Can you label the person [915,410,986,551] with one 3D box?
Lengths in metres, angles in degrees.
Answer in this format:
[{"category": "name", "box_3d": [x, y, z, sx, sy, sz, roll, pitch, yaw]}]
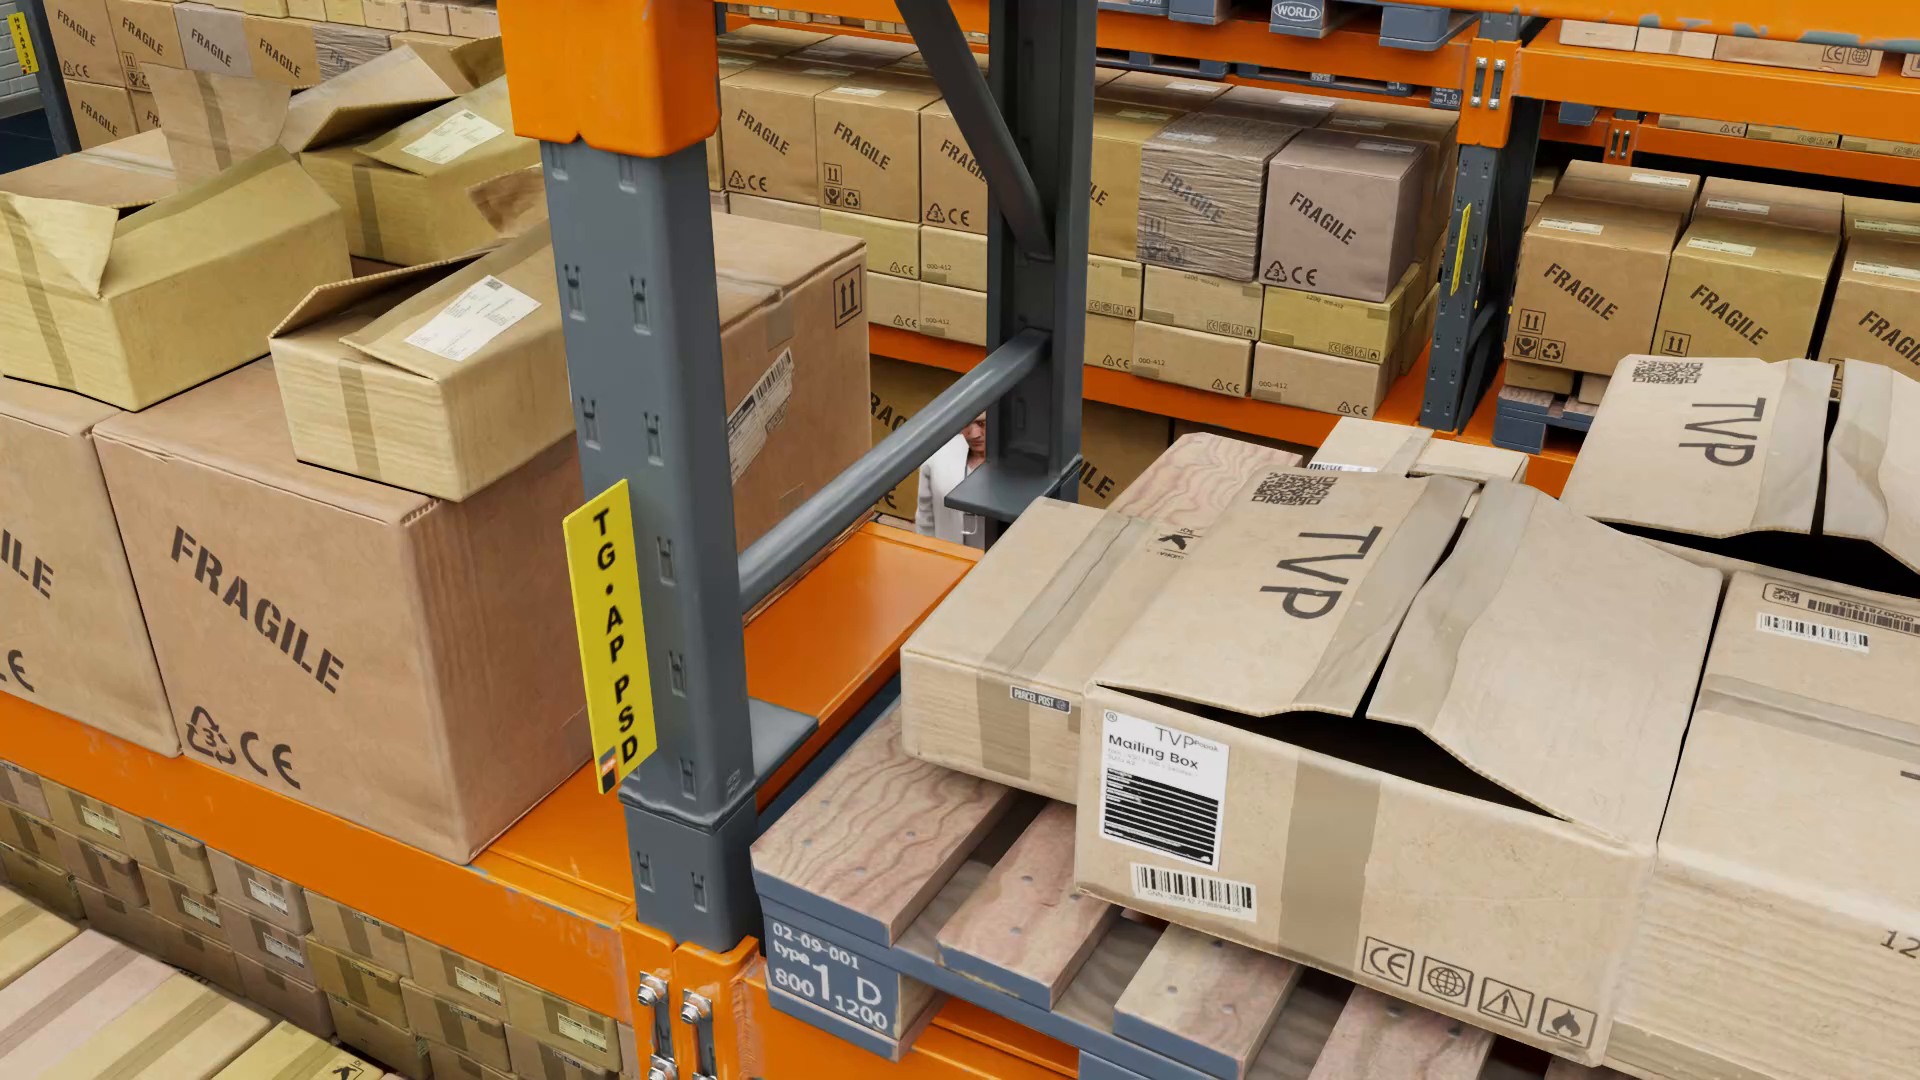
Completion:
[{"category": "person", "box_3d": [0.081, 0.268, 6.160, 0.614, 1.777, 0.674, 8, 31, 13]}]
